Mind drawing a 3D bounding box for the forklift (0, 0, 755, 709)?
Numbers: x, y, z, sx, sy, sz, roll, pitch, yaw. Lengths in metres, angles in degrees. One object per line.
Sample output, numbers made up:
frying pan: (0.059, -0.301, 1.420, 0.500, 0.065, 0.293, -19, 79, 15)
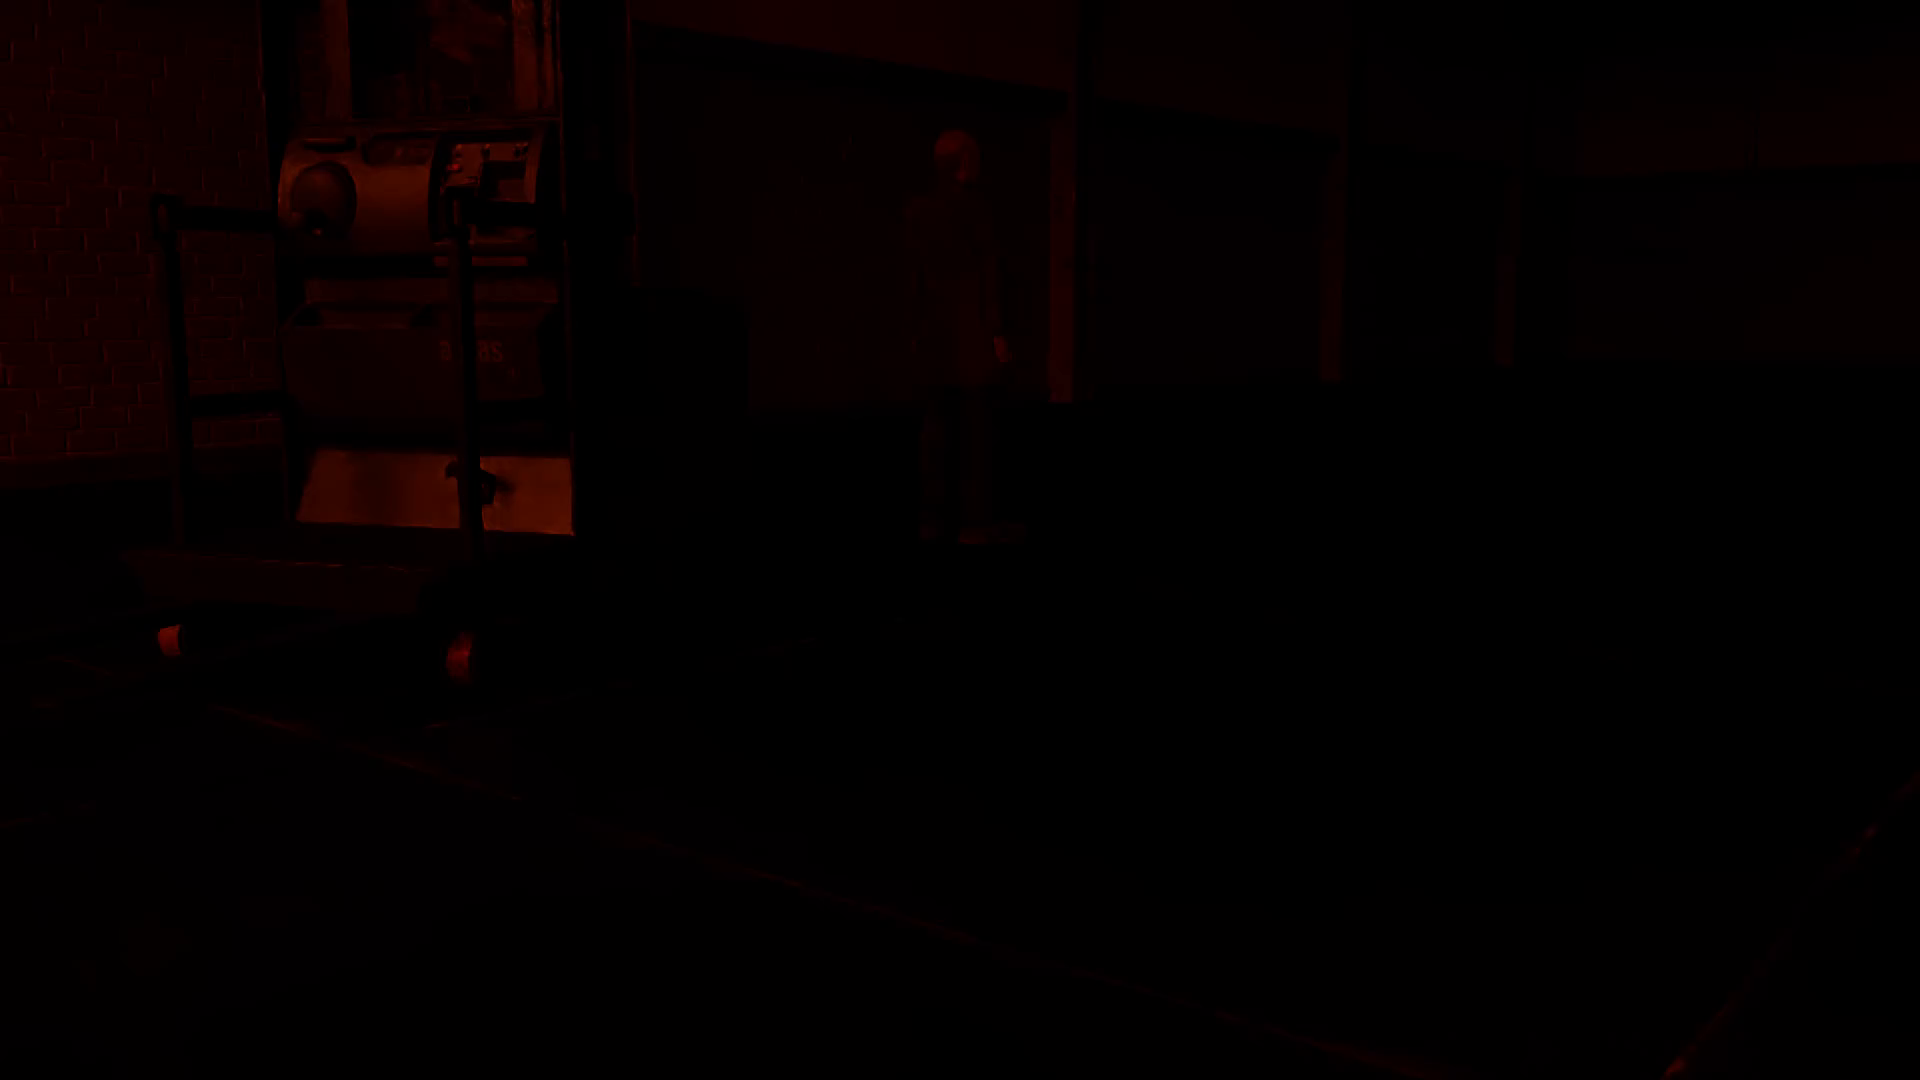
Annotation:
forklift: (-1.726, -1.105, 4.832, 1.130, 2.935, 3.031, 3, 9, 19)

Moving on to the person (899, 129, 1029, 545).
person: (0.015, -0.886, 7.297, 0.558, 1.783, 0.377, 7, 11, 38)
